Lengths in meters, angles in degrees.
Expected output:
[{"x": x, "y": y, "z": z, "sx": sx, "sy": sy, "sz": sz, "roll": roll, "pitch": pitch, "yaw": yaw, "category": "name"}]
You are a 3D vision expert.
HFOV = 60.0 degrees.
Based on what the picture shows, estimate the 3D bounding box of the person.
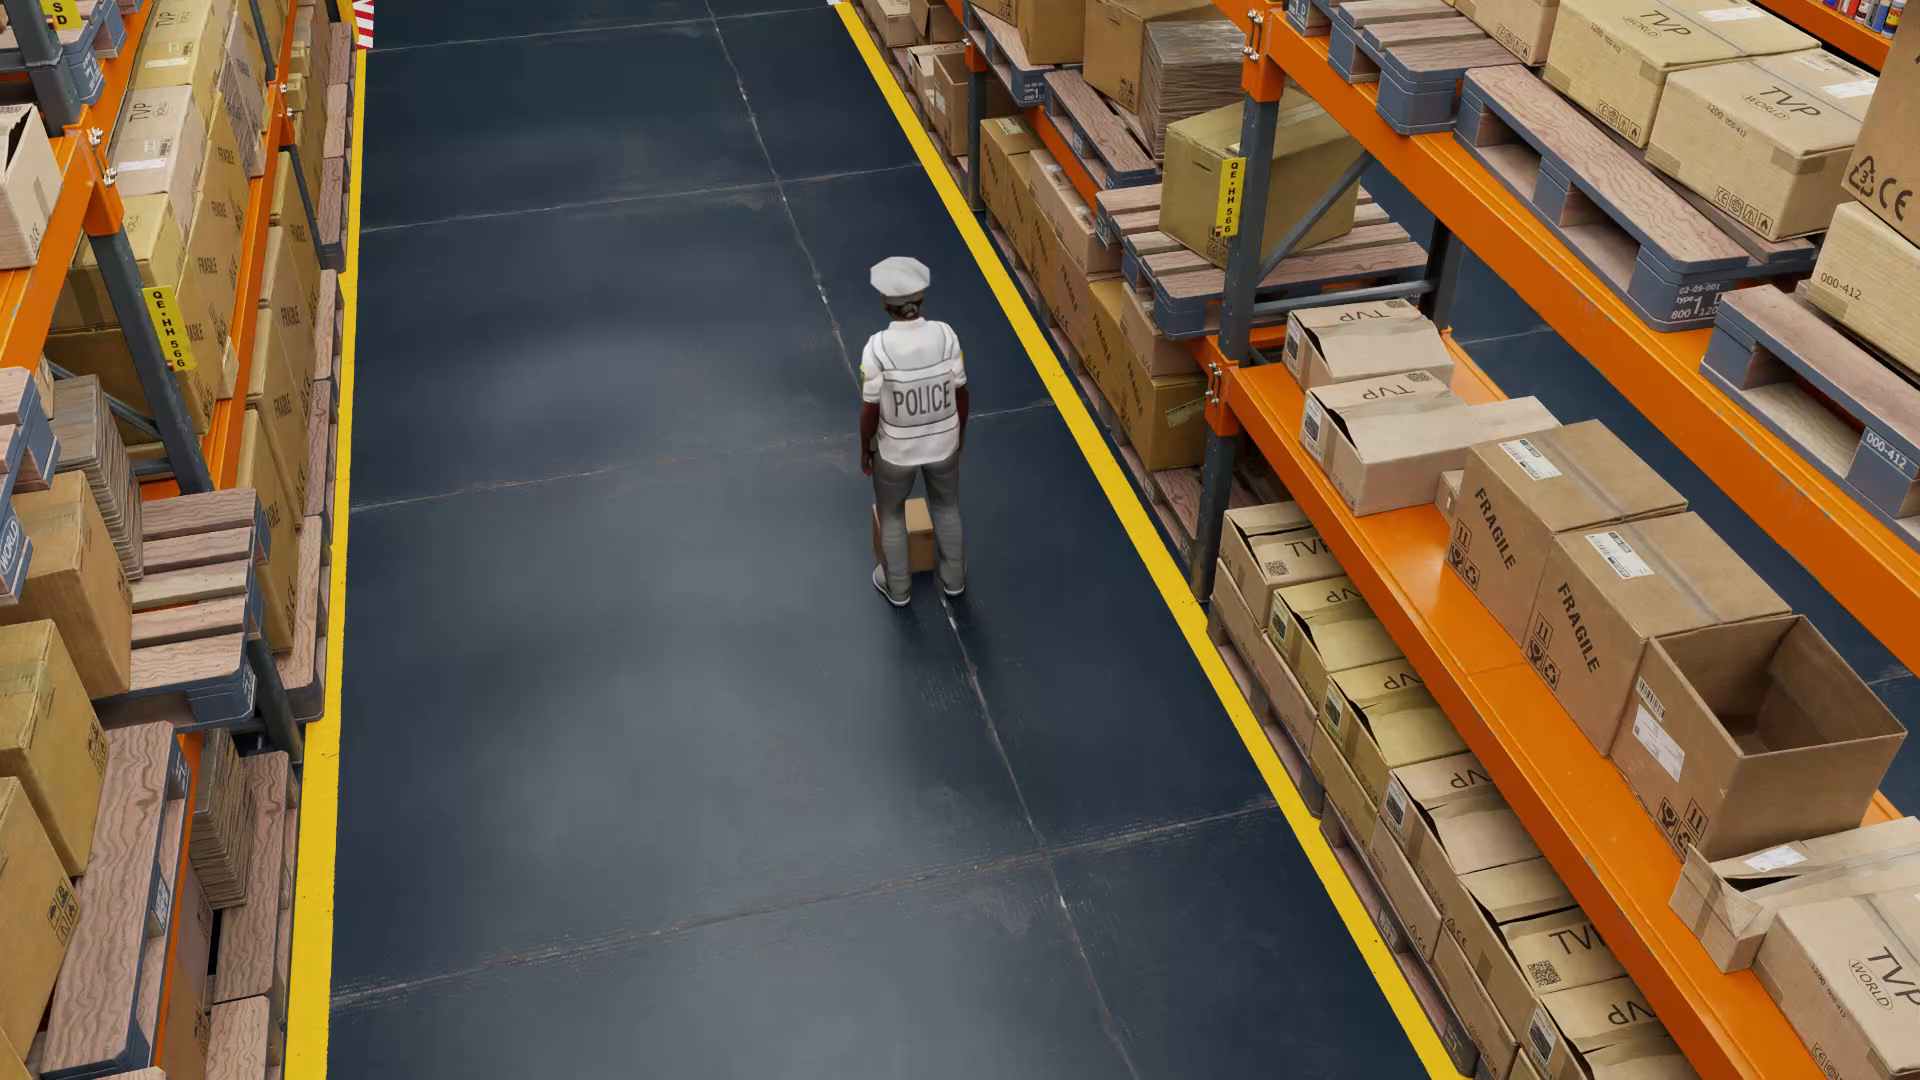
[{"x": -0.200, "y": -0.425, "z": 7.247, "sx": 0.532, "sy": 1.662, "sz": 0.395, "roll": -12, "pitch": 40, "yaw": -14, "category": "person"}]
